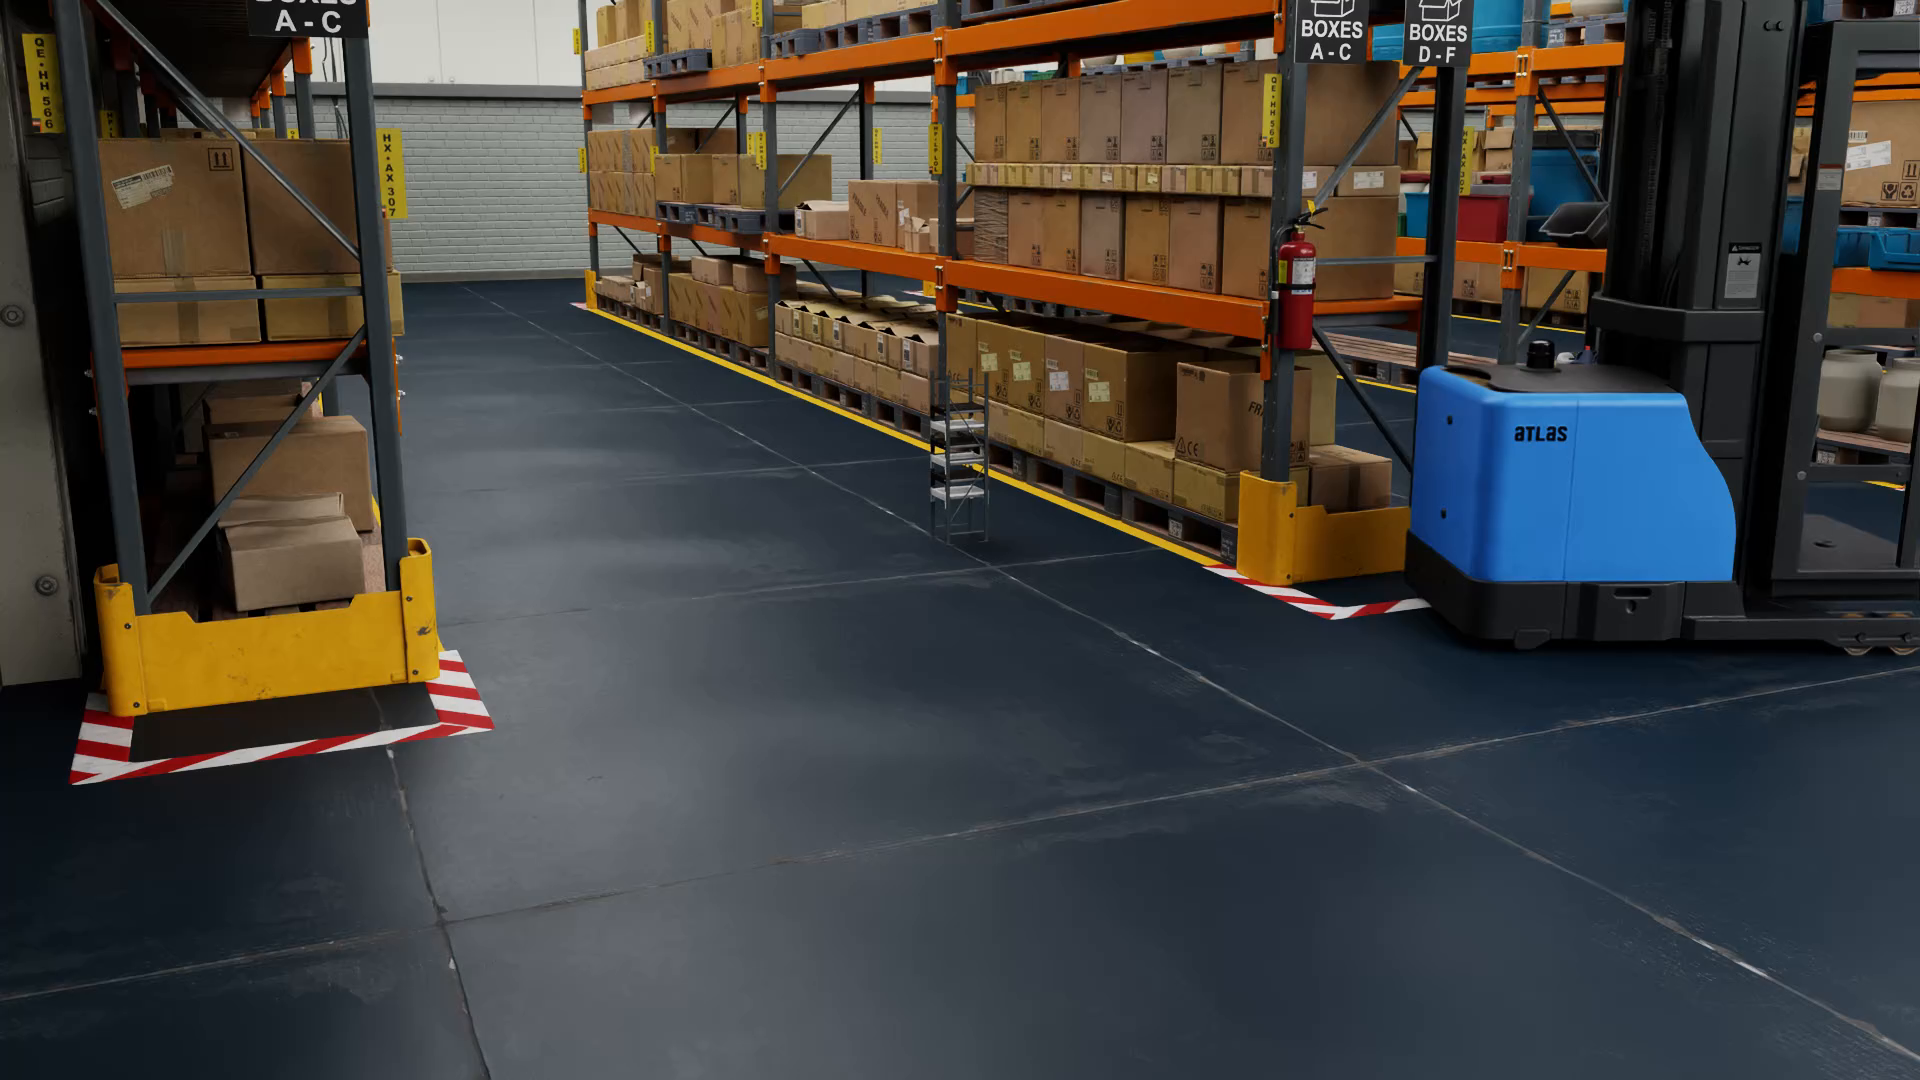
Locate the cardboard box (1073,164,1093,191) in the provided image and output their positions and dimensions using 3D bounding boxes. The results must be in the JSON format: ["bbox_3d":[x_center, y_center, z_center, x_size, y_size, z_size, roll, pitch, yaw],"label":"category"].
[{"bbox_3d":[0.885,-2.130,9.758,0.380,0.149,0.250,-6,14,-23],"label":"cardboard box"}]

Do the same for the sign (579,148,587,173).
[{"bbox_3d":[-4.972,-5.009,21.942,0.100,0.325,0.005,-6,14,-23],"label":"sign"}]

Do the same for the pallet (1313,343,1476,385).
[{"bbox_3d":[4.029,-1.657,15.560,1.003,0.211,1.213,-6,14,-23],"label":"pallet"}]

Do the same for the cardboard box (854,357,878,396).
[{"bbox_3d":[-0.507,-1.292,12.968,0.500,0.250,0.500,-5,14,-22],"label":"cardboard box"}]

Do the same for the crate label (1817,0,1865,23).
[{"bbox_3d":[6.027,-3.583,11.377,0.502,0.251,0.408,-6,14,-23],"label":"crate label"}]

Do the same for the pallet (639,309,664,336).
[{"bbox_3d":[-3.147,-2.594,19.609,1.003,0.211,1.213,-6,14,-23],"label":"pallet"}]

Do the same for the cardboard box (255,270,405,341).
[{"bbox_3d":[-2.508,-0.949,6.606,0.500,0.250,0.500,-6,14,-25],"label":"cardboard box"}]

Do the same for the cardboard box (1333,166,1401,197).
[{"bbox_3d":[1.974,-1.796,8.319,0.380,0.149,0.250,-6,14,-23],"label":"cardboard box"}]

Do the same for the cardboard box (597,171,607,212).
[{"bbox_3d":[-4.328,-4.464,21.283,0.500,0.500,0.500,-6,14,-24],"label":"cardboard box"}]

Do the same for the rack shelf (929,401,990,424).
[{"bbox_3d":[-0.003,-0.671,8.722,0.258,0.077,0.200,-6,14,-23],"label":"rack shelf"}]

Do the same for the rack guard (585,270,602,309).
[{"bbox_3d":[-4.445,-3.403,22.465,1.175,0.500,0.348,-6,14,-23],"label":"rack guard"}]

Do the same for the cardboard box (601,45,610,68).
[{"bbox_3d":[-4.108,-5.932,20.421,0.500,0.250,0.500,-6,14,-23],"label":"cardboard box"}]

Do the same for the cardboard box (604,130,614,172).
[{"bbox_3d":[-4.127,-4.846,20.716,0.500,0.500,0.500,-5,14,-22],"label":"cardboard box"}]

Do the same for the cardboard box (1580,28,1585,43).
[{"bbox_3d":[7.497,-5.714,19.092,0.797,0.503,0.637,-5,14,-20],"label":"cardboard box"}]

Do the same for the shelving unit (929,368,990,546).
[{"bbox_3d":[-0.003,-0.440,8.776,0.258,0.900,0.210,-6,14,-23],"label":"shelving unit"}]

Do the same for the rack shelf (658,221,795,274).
[{"bbox_3d":[-2.072,-3.047,16.976,1.077,0.370,4.000,-6,14,-23],"label":"rack shelf"}]

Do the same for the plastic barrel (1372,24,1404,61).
[{"bbox_3d":[3.945,-4.665,14.611,0.600,0.901,0.708,-6,14,-23],"label":"plastic barrel"}]

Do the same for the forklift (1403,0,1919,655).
[{"bbox_3d":[3.583,-1.077,7.021,3.031,2.935,1.130,0,13,-1],"label":"forklift"}]

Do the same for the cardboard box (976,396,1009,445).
[{"bbox_3d":[0.435,-0.796,10.821,0.500,0.250,0.500,-6,14,-23],"label":"cardboard box"}]

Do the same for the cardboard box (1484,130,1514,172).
[{"bbox_3d":[6.996,-4.841,20.686,0.797,0.503,0.637,-5,14,-21],"label":"cardboard box"}]

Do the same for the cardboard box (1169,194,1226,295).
[{"bbox_3d":[1.544,-1.585,8.846,0.700,0.500,0.500,-5,14,-22],"label":"cardboard box"}]

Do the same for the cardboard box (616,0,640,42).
[{"bbox_3d":[-3.719,-6.213,19.970,0.700,0.500,0.500,-6,14,-23],"label":"cardboard box"}]

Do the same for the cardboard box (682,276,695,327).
[{"bbox_3d":[-2.679,-2.576,17.914,0.500,0.500,0.500,-5,14,-22],"label":"cardboard box"}]

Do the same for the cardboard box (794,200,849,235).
[{"bbox_3d":[-1.165,-2.861,14.778,0.500,0.311,0.500,-5,14,-19],"label":"cardboard box"}]

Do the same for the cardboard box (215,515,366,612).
[{"bbox_3d":[-2.798,0.062,6.938,0.500,0.311,0.500,-7,15,-29],"label":"cardboard box"}]

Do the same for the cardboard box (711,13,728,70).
[{"bbox_3d":[-1.889,-4.794,16.056,0.910,0.500,0.500,-6,14,-23],"label":"cardboard box"}]

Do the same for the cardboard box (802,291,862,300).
[{"bbox_3d":[-1.191,-2.100,15.860,0.500,0.500,0.500,-5,14,-21],"label":"cardboard box"}]

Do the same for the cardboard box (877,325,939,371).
[{"bbox_3d":[-0.308,-1.460,12.450,0.500,0.311,0.500,-5,14,-21],"label":"cardboard box"}]

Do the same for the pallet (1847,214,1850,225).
[{"bbox_3d":[8.638,-3.379,17.243,1.003,0.211,1.213,-6,14,-23],"label":"pallet"}]

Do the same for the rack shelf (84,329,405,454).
[{"bbox_3d":[-3.405,-0.946,7.899,1.077,0.370,4.000,-6,14,-23],"label":"rack shelf"}]

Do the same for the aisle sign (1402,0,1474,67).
[{"bbox_3d":[2.241,-2.612,7.736,0.394,0.787,0.004,-6,14,-23],"label":"aisle sign"}]

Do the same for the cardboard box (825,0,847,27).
[{"bbox_3d":[-0.811,-4.381,13.897,0.500,0.250,0.500,-5,14,-21],"label":"cardboard box"}]

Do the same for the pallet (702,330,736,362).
[{"bbox_3d":[-2.020,-2.035,17.193,1.003,0.211,1.213,-6,14,-23],"label":"pallet"}]

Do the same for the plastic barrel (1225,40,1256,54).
[{"bbox_3d":[3.045,-5.423,17.114,0.600,0.830,0.708,-6,14,-23],"label":"plastic barrel"}]

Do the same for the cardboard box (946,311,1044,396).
[{"bbox_3d":[0.230,-1.264,11.181,0.500,0.500,0.500,-6,14,-23],"label":"cardboard box"}]

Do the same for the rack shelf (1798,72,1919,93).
[{"bbox_3d":[8.609,-4.576,16.930,1.077,0.370,4.000,-6,14,-23],"label":"rack shelf"}]

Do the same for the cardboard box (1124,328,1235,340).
[{"bbox_3d":[1.324,-1.002,10.052,0.500,0.500,0.500,-6,14,-23],"label":"cardboard box"}]

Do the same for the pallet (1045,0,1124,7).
[{"bbox_3d":[1.182,-3.150,9.372,1.003,0.211,1.213,-6,14,-23],"label":"pallet"}]

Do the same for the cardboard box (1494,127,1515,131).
[{"bbox_3d":[9.125,-6.522,27.298,0.500,0.500,0.500,-6,14,-23],"label":"cardboard box"}]

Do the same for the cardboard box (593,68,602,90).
[{"bbox_3d":[-4.314,-5.791,20.921,0.500,0.250,0.500,-6,14,-23],"label":"cardboard box"}]

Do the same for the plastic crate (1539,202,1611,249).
[{"bbox_3d":[4.965,-2.454,12.959,0.767,0.338,0.504,-6,14,-23],"label":"plastic crate"}]

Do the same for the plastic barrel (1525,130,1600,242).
[{"bbox_3d":[4.994,-2.956,13.876,0.600,0.901,0.708,-6,14,-23],"label":"plastic barrel"}]

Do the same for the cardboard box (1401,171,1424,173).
[{"bbox_3d":[6.160,-4.635,22.024,0.500,0.500,0.500,-6,14,-23],"label":"cardboard box"}]

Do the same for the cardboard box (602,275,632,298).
[{"bbox_3d":[-4.317,-3.270,21.469,0.500,0.250,0.500,-6,14,-23],"label":"cardboard box"}]

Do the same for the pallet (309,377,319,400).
[{"bbox_3d":[-6.055,-1.347,14.221,1.003,0.211,1.213,-6,14,-23],"label":"pallet"}]

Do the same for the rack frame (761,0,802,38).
[{"bbox_3d":[-1.271,-5.907,14.434,1.000,3.000,0.127,-6,14,-23],"label":"rack frame"}]

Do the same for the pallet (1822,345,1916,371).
[{"bbox_3d":[9.097,-1.854,16.411,1.003,0.211,1.213,-6,14,-23],"label":"pallet"}]

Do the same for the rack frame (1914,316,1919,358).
[{"bbox_3d":[9.410,-3.051,15.402,1.000,3.000,0.127,-6,14,-23],"label":"rack frame"}]
